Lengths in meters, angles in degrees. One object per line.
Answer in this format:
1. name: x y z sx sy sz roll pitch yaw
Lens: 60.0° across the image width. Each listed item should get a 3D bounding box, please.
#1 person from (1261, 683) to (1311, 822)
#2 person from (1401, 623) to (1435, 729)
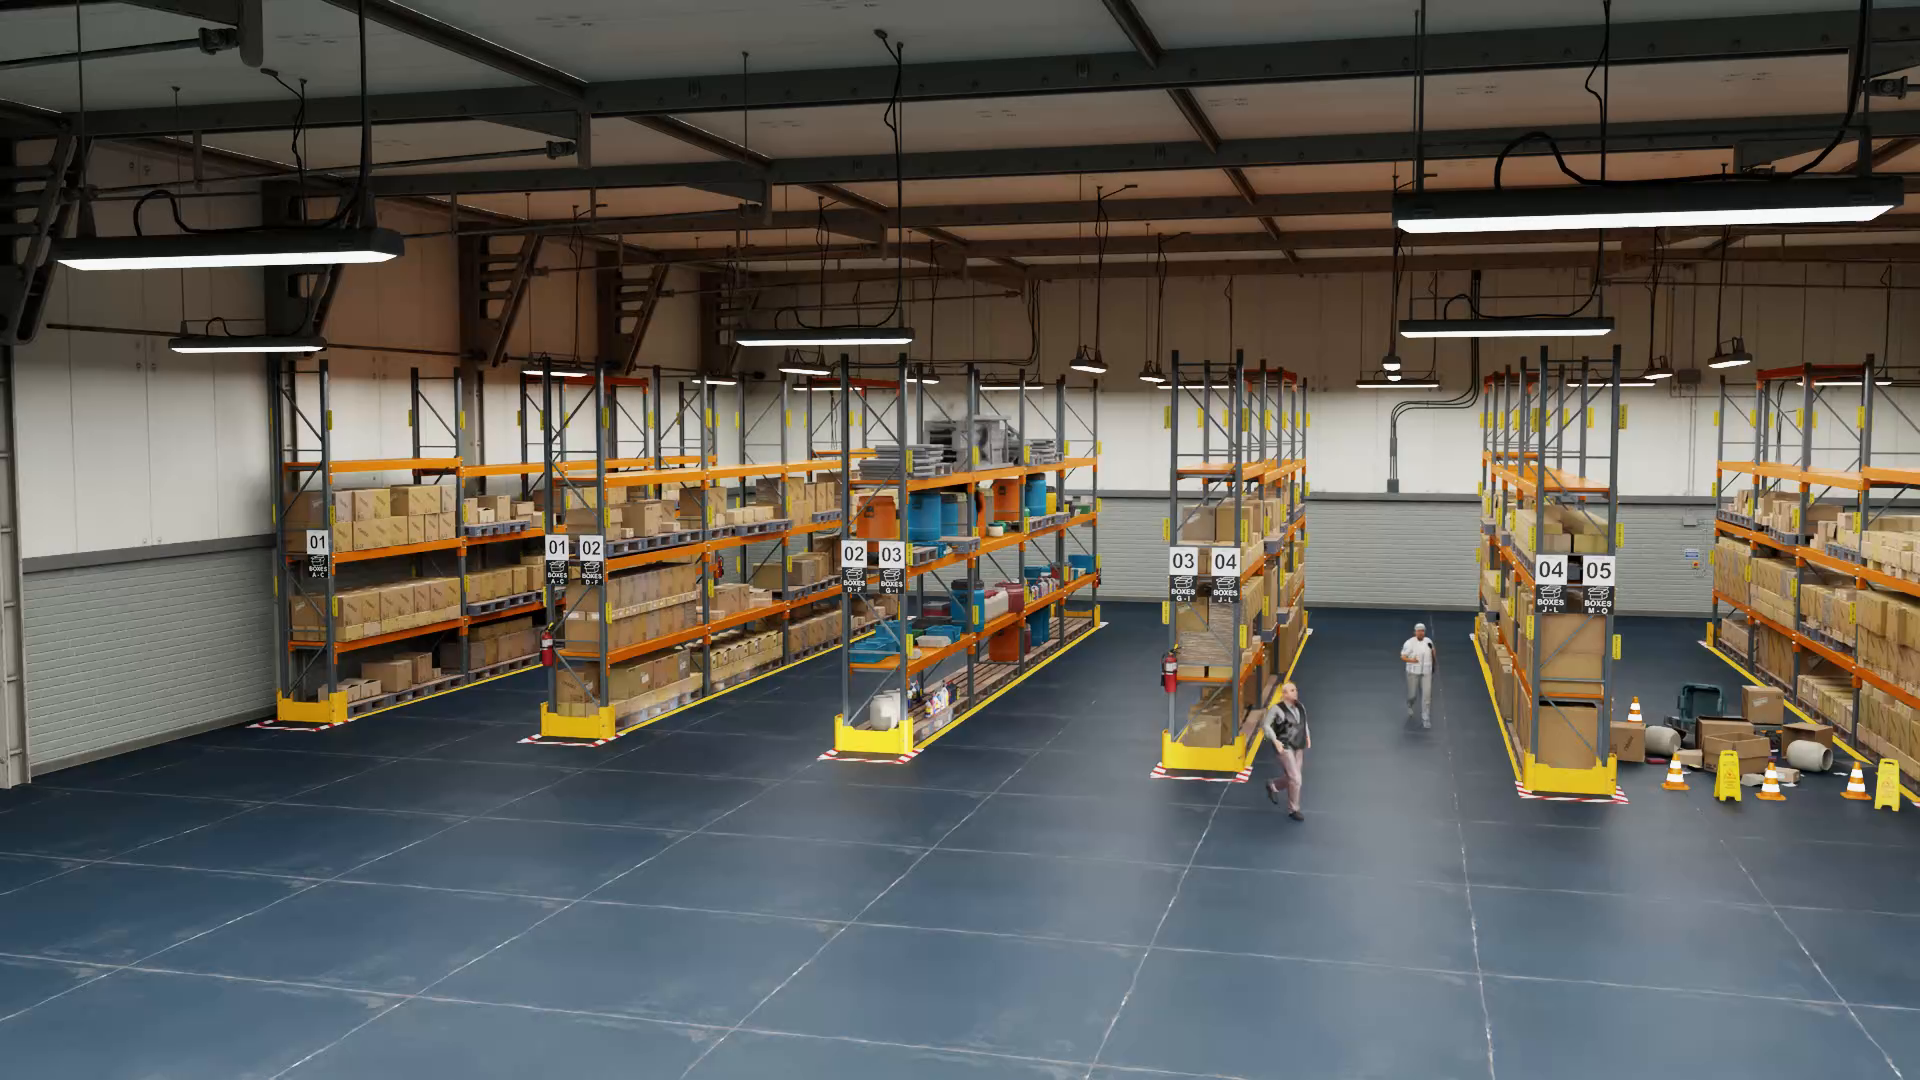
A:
1. person: 4.125 2.747 21.077 0.678 1.514 0.796 -3 5 -35
2. person: 7.538 2.196 27.303 0.606 1.666 0.924 0 4 1
